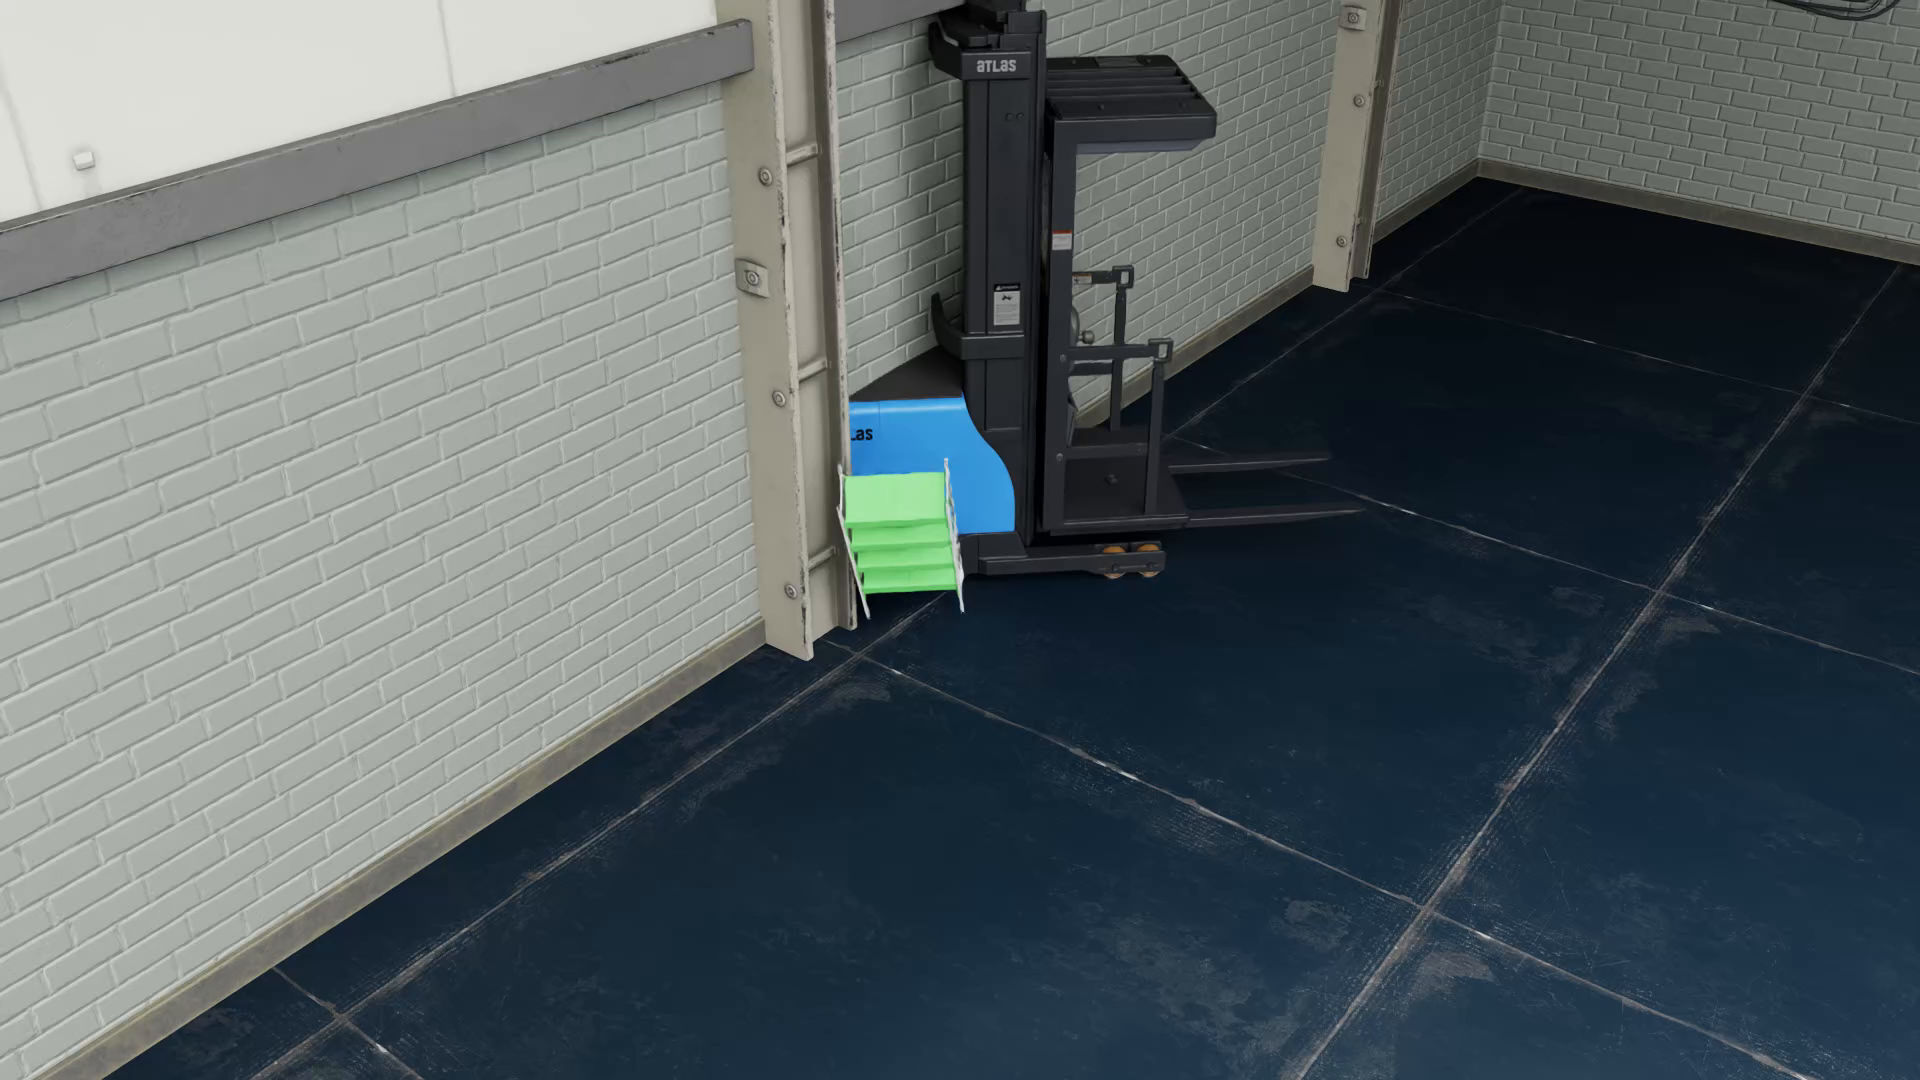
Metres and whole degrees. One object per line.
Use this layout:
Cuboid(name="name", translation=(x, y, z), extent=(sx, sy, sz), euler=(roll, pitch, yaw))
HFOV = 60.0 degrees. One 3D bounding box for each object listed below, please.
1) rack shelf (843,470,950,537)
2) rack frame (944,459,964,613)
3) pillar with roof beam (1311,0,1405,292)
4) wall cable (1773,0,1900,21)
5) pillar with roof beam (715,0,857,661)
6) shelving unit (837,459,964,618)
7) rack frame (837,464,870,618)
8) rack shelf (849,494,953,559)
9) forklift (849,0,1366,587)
Cuboid(name="rack shelf", translation=(-0.294, -0.169, 7.684), extent=(0.480, 0.148, 0.258), euler=(-3, 64, 3))
Cuboid(name="rack frame", translation=(-0.025, 0.003, 8.046), extent=(0.015, 1.200, 0.240), euler=(-3, 64, 3))
Cuboid(name="pillar with roof beam", translation=(6.292, -4.512, 8.037), extent=(9.100, 9.000, 0.400), euler=(21, 37, 31))
Cuboid(name="wall cable", translation=(5.692, -5.292, 12.398), extent=(3.097, 2.526, 0.112), euler=(21, 37, 31))
Cuboid(name="pillar with roof beam", translation=(2.670, -2.073, 3.922), extent=(9.100, 9.000, 0.400), euler=(21, 37, 31))
Cuboid(name="shelving unit", translation=(-0.268, 0.015, 8.056), extent=(0.503, 1.200, 0.258), euler=(-3, 64, 3))
Cuboid(name="rack frame", translation=(-0.512, 0.027, 8.067), extent=(0.015, 1.200, 0.240), euler=(-3, 64, 3))
Cuboid(name="rack shelf", translation=(-0.279, -0.063, 7.899), extent=(0.480, 0.148, 0.258), euler=(-3, 64, 3))
Cuboid(name="forklift", translation=(0.682, -1.324, 8.609), extent=(3.031, 2.935, 1.130), euler=(-3, 31, -5))
